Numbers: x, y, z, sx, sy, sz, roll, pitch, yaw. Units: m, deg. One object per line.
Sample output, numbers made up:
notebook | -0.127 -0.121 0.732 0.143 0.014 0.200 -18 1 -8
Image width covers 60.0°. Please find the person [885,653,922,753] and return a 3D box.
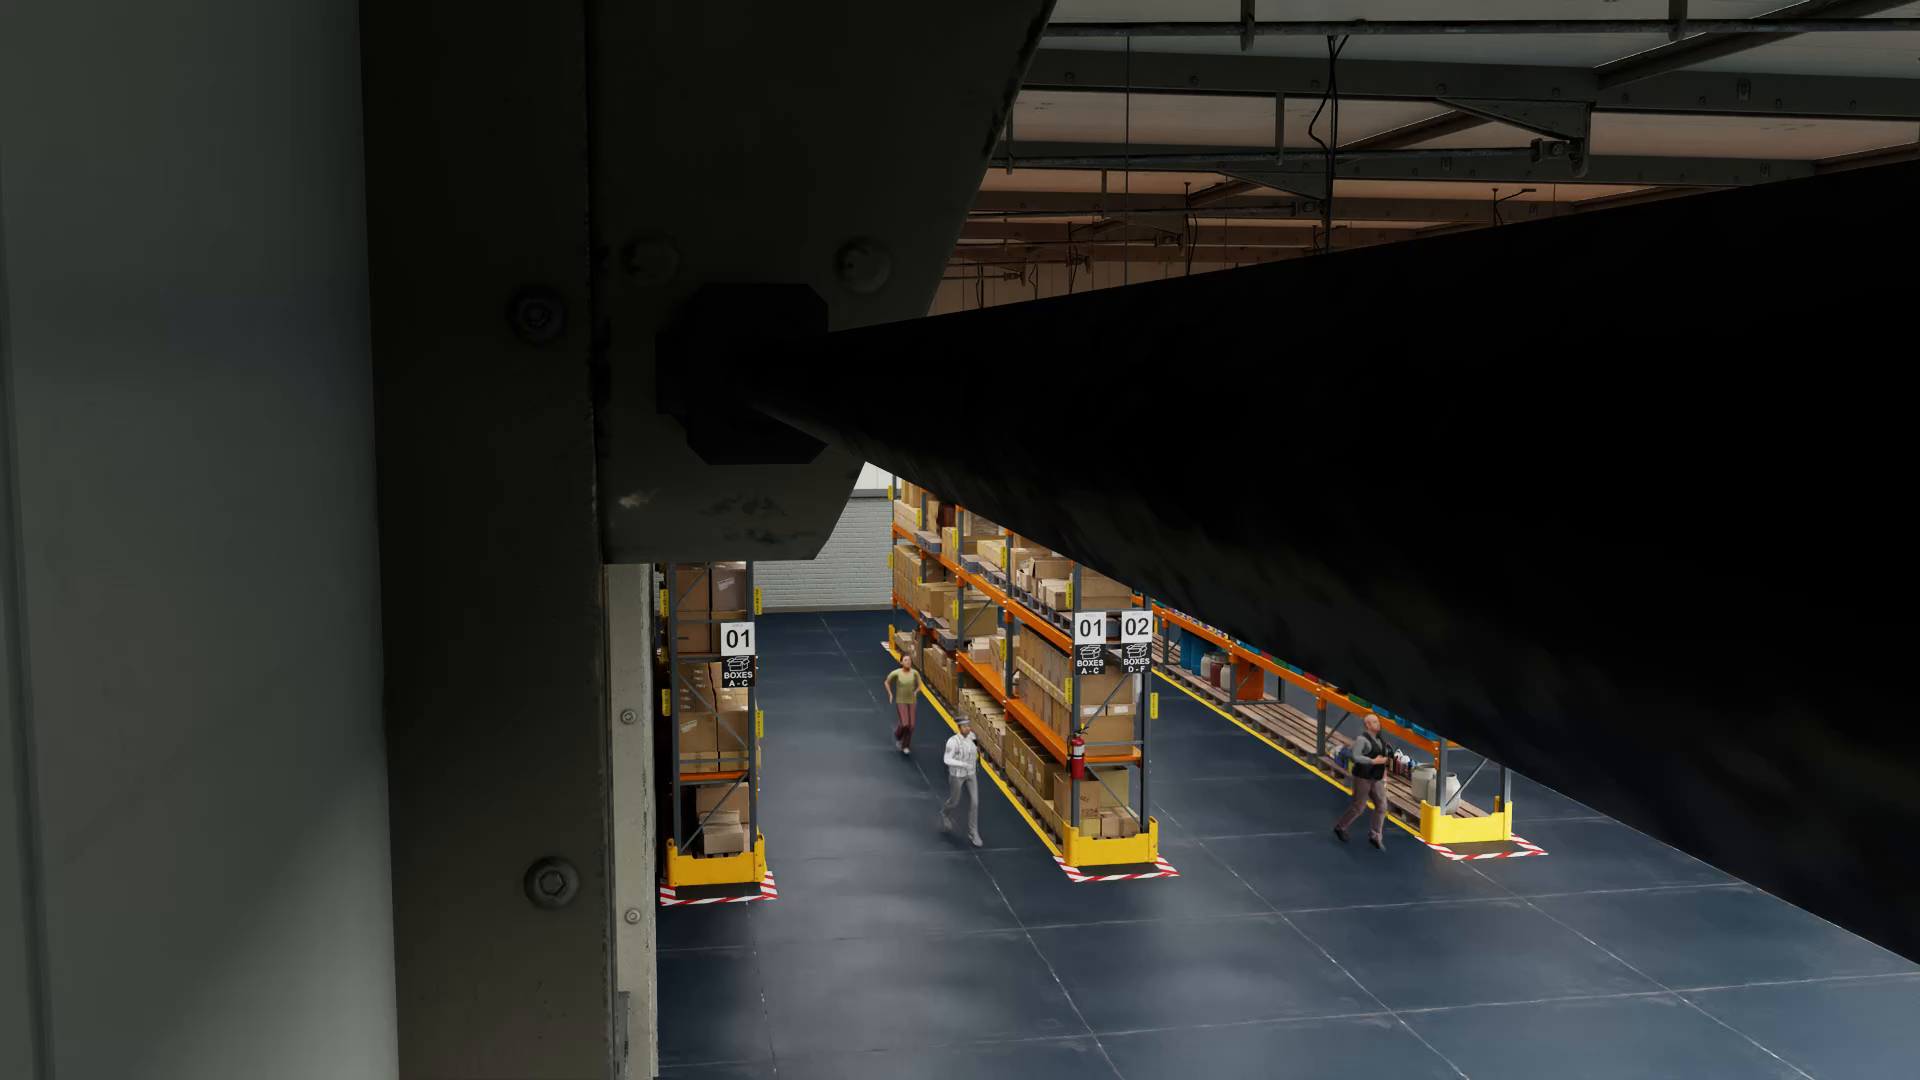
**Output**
person | -0.863 2.630 26.696 0.573 1.630 0.548 -2 7 -20

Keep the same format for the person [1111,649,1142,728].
person | 2.952 2.384 28.467 0.712 1.747 0.645 -2 7 -18

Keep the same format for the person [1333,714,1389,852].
person | 5.279 3.150 21.668 0.670 1.790 0.745 -6 8 -43

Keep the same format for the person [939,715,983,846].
person | 0.013 3.114 21.952 0.580 1.691 0.938 -3 7 -28
